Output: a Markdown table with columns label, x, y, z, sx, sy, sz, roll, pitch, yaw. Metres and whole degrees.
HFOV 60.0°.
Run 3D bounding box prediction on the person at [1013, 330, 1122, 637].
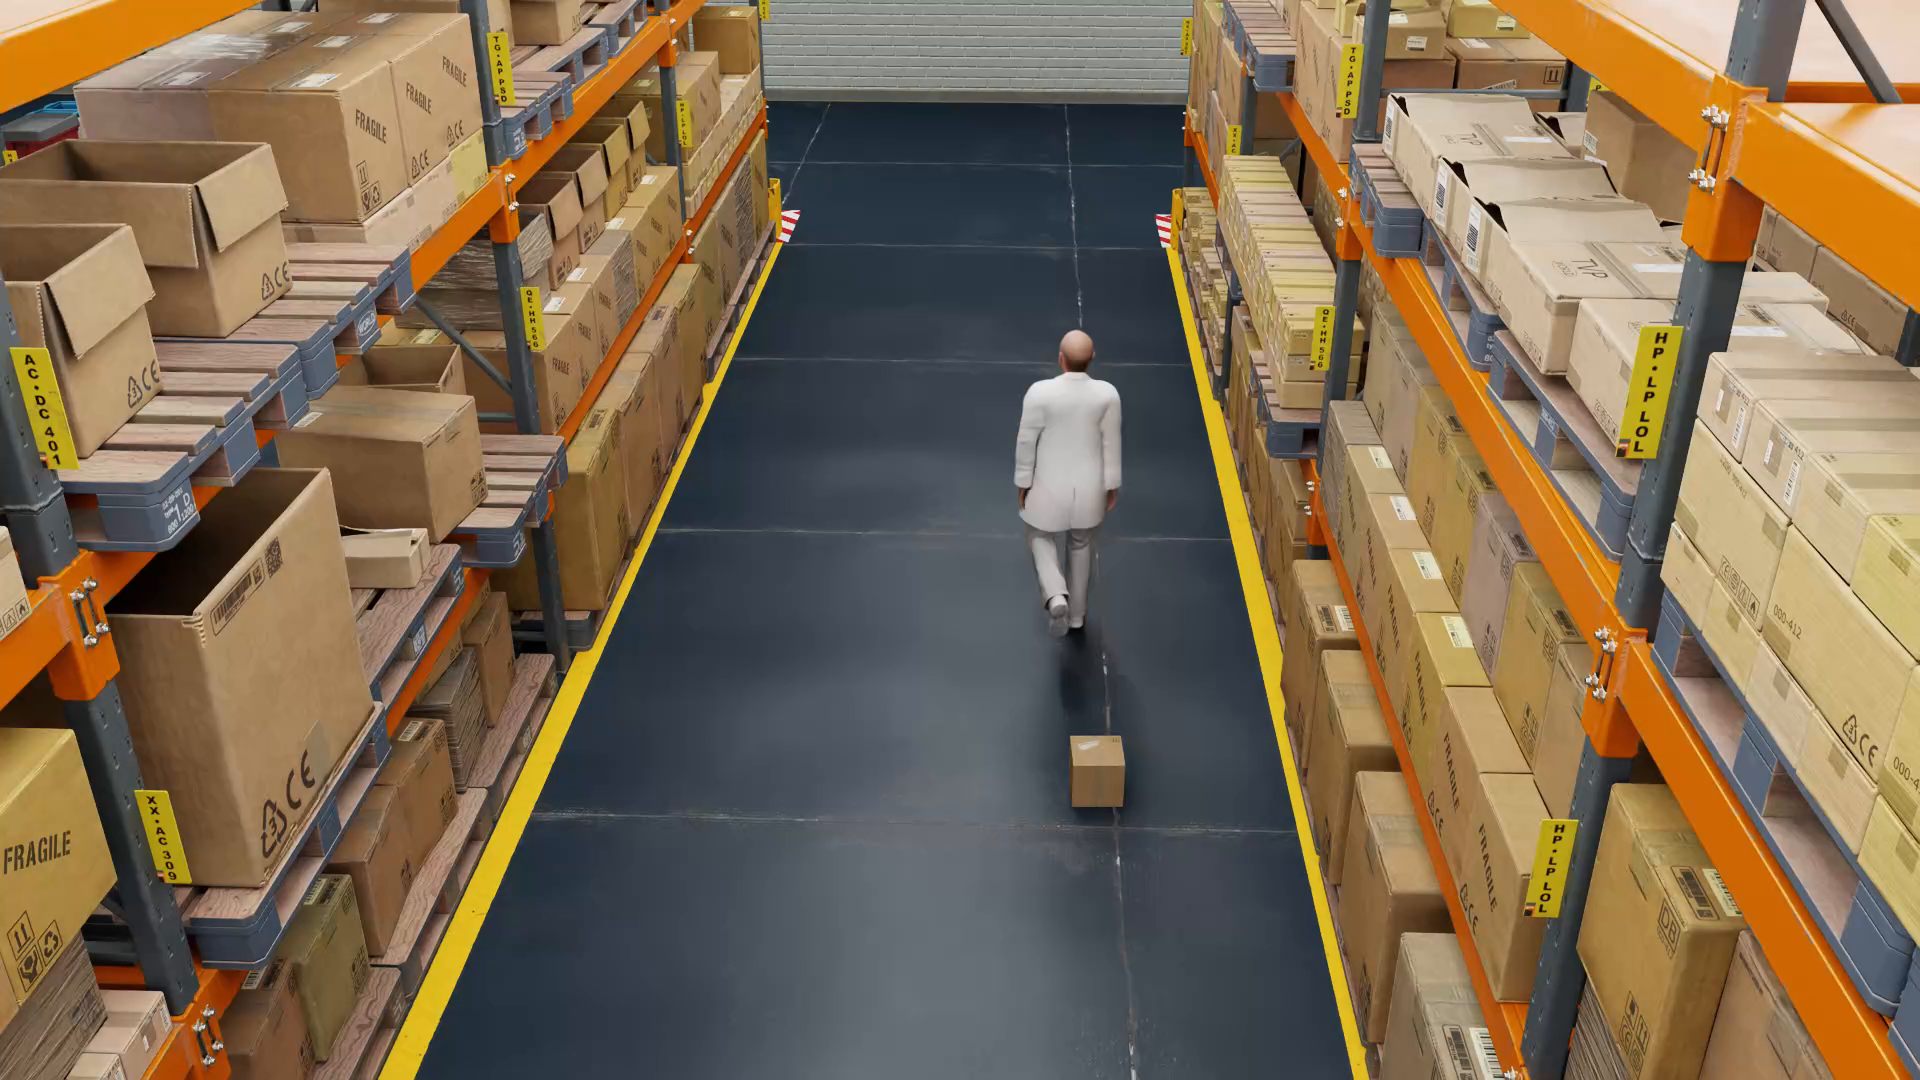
| label | x | y | z | sx | sy | sz | roll | pitch | yaw |
| --- | --- | --- | --- | --- | --- | --- | --- | --- | --- |
| person | 0.601 | -0.283 | 9.119 | 0.606 | 1.768 | 0.676 | -4 | 28 | -7 |
